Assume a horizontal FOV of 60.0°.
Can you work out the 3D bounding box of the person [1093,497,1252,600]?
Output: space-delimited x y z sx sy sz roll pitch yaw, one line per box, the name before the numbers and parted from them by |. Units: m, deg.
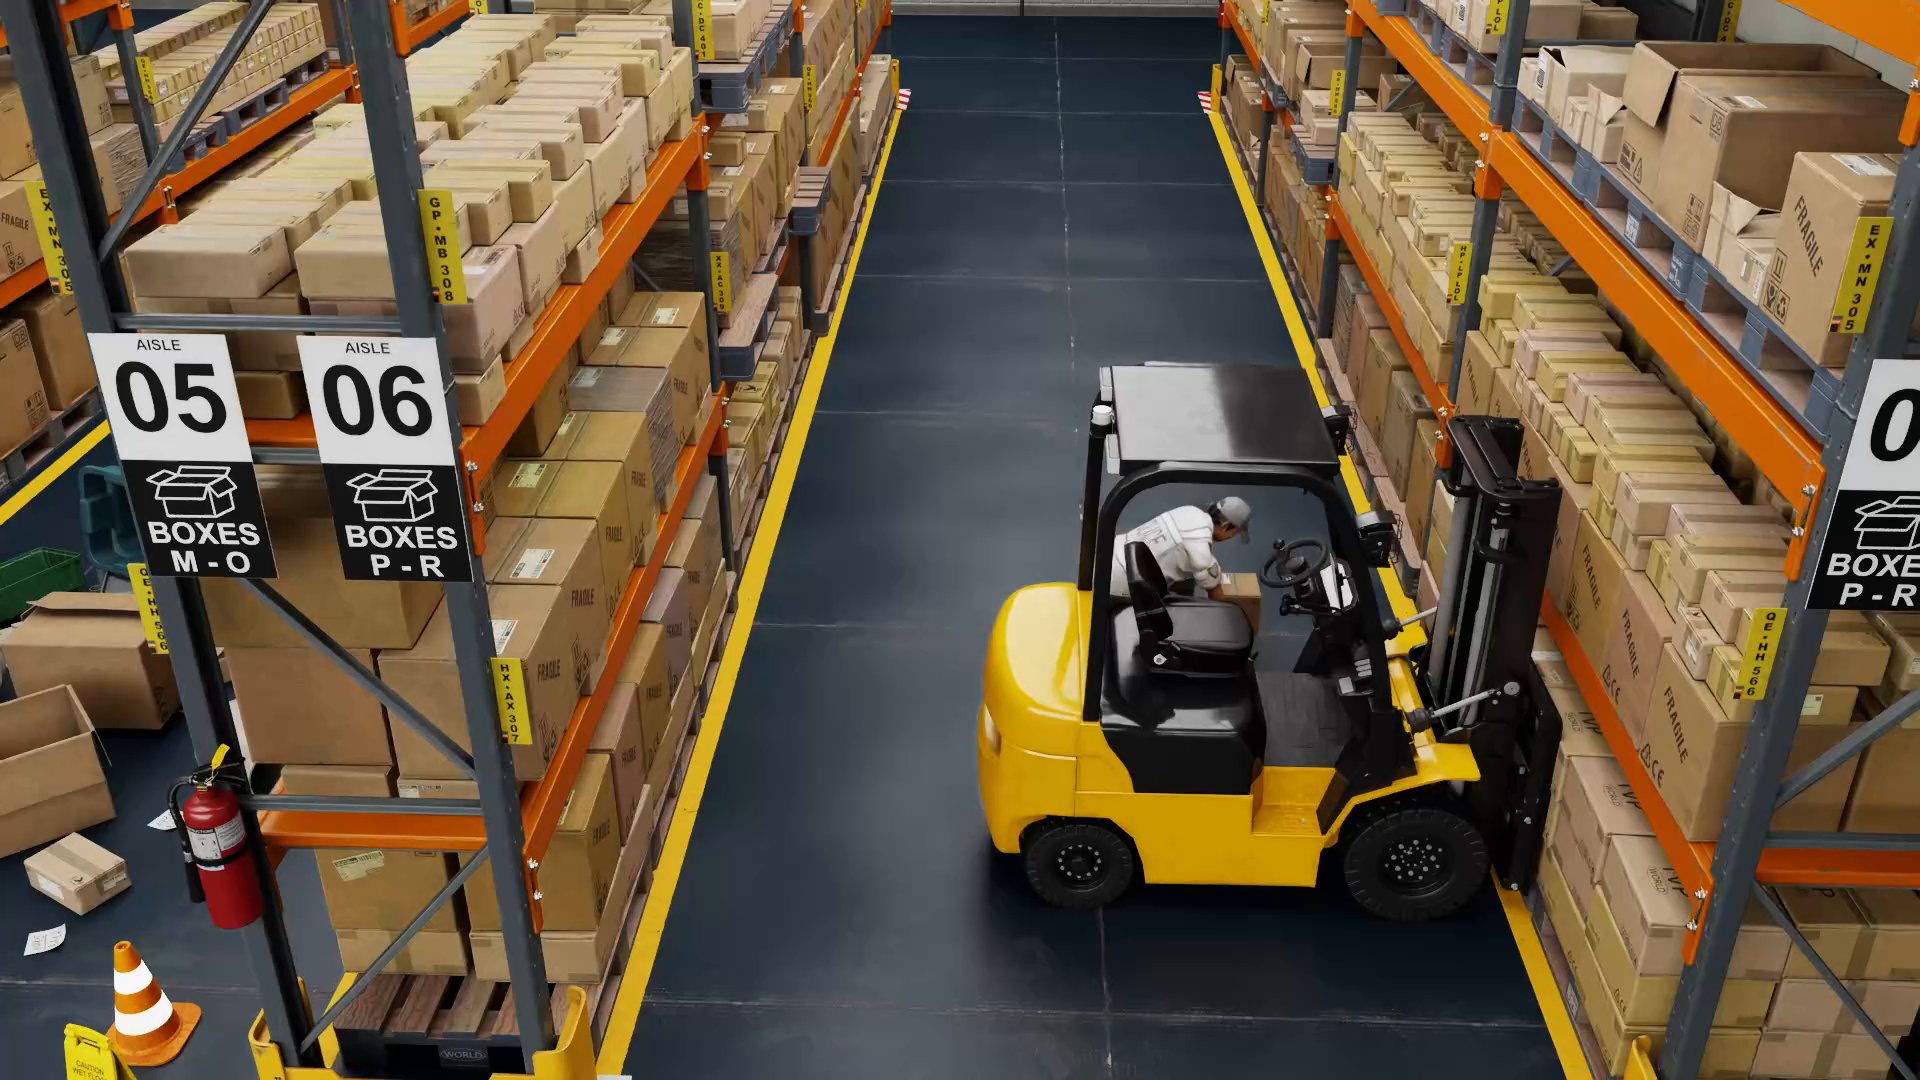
person | 1.143 0.218 8.984 0.873 0.951 0.508 0 28 1
